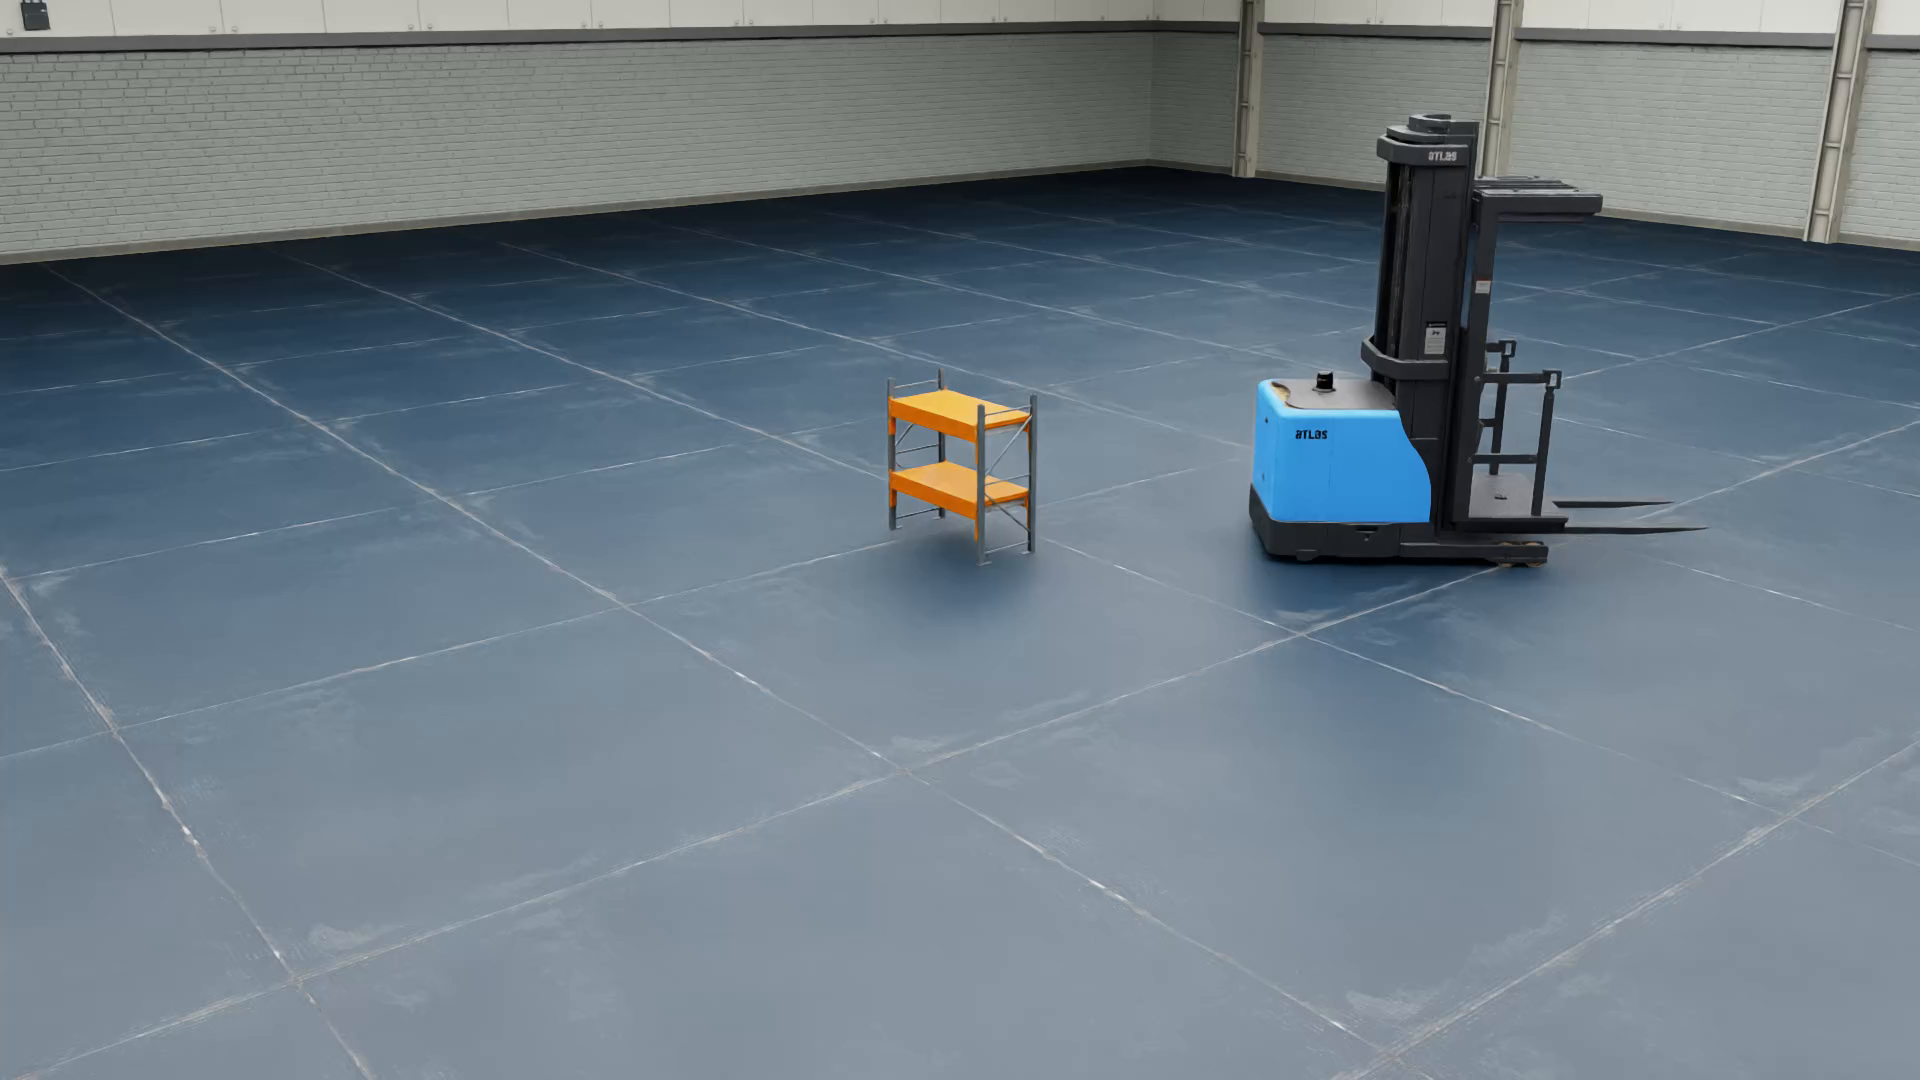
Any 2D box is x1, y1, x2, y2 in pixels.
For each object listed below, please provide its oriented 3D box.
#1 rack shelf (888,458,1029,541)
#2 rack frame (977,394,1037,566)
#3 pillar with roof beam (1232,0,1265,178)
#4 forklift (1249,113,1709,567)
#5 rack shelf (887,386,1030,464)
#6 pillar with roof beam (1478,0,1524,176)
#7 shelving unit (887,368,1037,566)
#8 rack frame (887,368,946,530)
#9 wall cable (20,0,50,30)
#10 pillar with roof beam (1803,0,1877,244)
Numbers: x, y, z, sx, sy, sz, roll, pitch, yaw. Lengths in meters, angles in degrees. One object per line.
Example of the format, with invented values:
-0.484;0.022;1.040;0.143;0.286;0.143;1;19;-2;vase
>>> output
0.004;-0.300;11.758;0.538;0.278;1.000;-14;23;-36;rack shelf
0.320;-0.407;11.302;0.500;1.125;0.032;-14;23;-36;rack frame
2.568;-11.035;30.871;9.100;9.000;0.400;-14;23;-36;pillar with roof beam
3.630;-1.375;11.353;3.031;2.935;1.130;0;18;1;forklift
0.004;-0.810;11.589;0.538;0.278;1.000;-14;23;-36;rack shelf
6.293;-9.556;26.406;9.100;9.000;0.400;-14;23;-36;pillar with roof beam
0.004;-0.532;11.681;0.538;1.125;1.048;-14;23;-36;shelving unit
-0.311;-0.658;12.059;0.500;1.125;0.032;-14;23;-36;rack frame
-12.091;-10.174;22.863;2.305;6.003;0.169;-14;23;-36;wall cable
10.018;-8.078;21.942;9.100;9.000;0.400;-14;23;-36;pillar with roof beam
